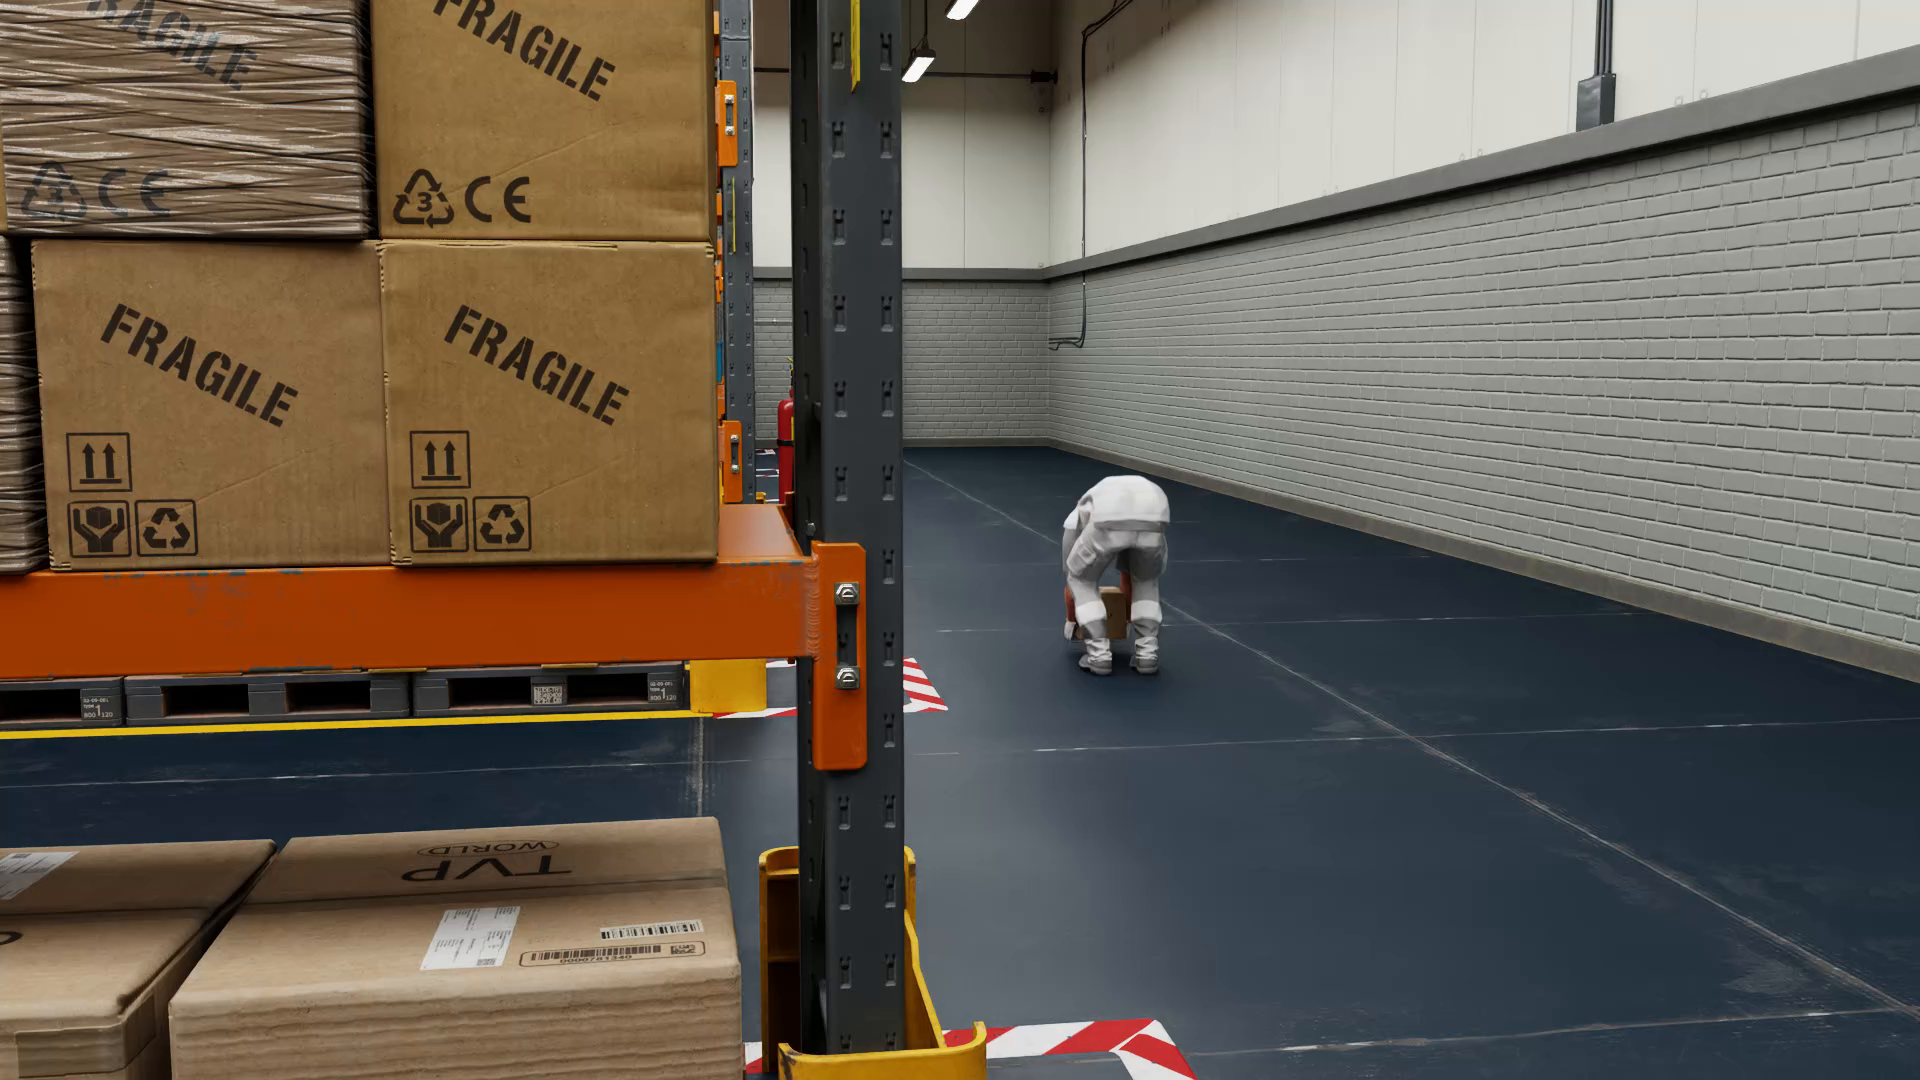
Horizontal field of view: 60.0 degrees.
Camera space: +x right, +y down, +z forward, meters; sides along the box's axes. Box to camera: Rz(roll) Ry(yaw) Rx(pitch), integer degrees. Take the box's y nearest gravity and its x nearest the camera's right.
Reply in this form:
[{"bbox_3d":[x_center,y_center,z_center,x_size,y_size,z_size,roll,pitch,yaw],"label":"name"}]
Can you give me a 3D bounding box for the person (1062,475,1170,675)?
[{"bbox_3d":[0.787,0.151,8.718,0.526,1.010,0.952,-1,7,-12],"label":"person"}]
